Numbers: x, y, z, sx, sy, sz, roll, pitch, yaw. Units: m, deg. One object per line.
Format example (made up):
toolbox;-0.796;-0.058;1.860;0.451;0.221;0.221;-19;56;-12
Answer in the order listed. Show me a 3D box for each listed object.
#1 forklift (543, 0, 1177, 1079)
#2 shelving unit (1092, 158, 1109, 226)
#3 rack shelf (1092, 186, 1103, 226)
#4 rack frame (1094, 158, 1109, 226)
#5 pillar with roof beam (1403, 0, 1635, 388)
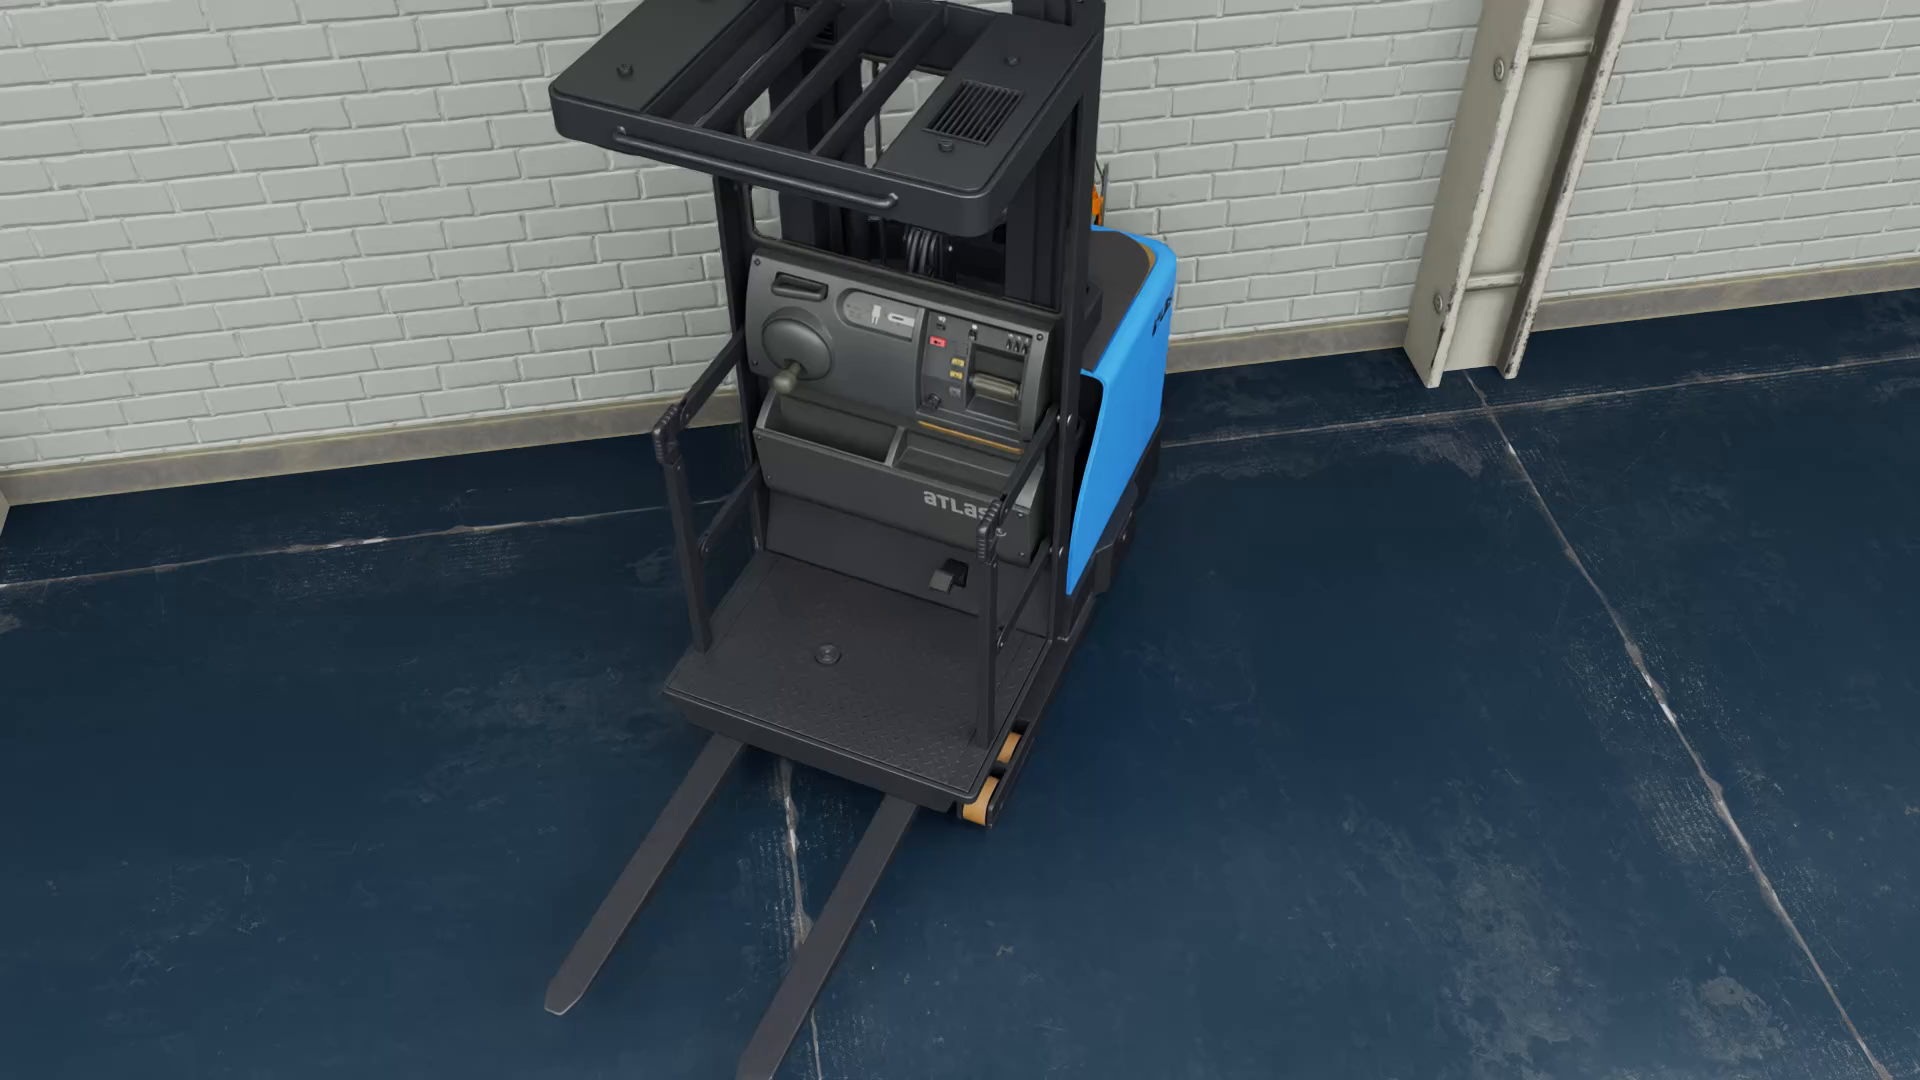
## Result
forklift;-0.274;-0.456;4.654;1.130;2.935;3.031;17;48;16
shelving unit;0.249;-0.955;6.335;0.503;1.200;0.258;-5;45;-7
rack shelf;0.256;-1.236;6.061;0.480;0.148;0.258;-5;45;-7
rack frame;0.491;-0.977;6.364;0.015;1.200;0.240;-5;45;-7
pillar with roof beam;2.826;-0.827;0.798;0.400;9.000;9.100;-7;46;-7
